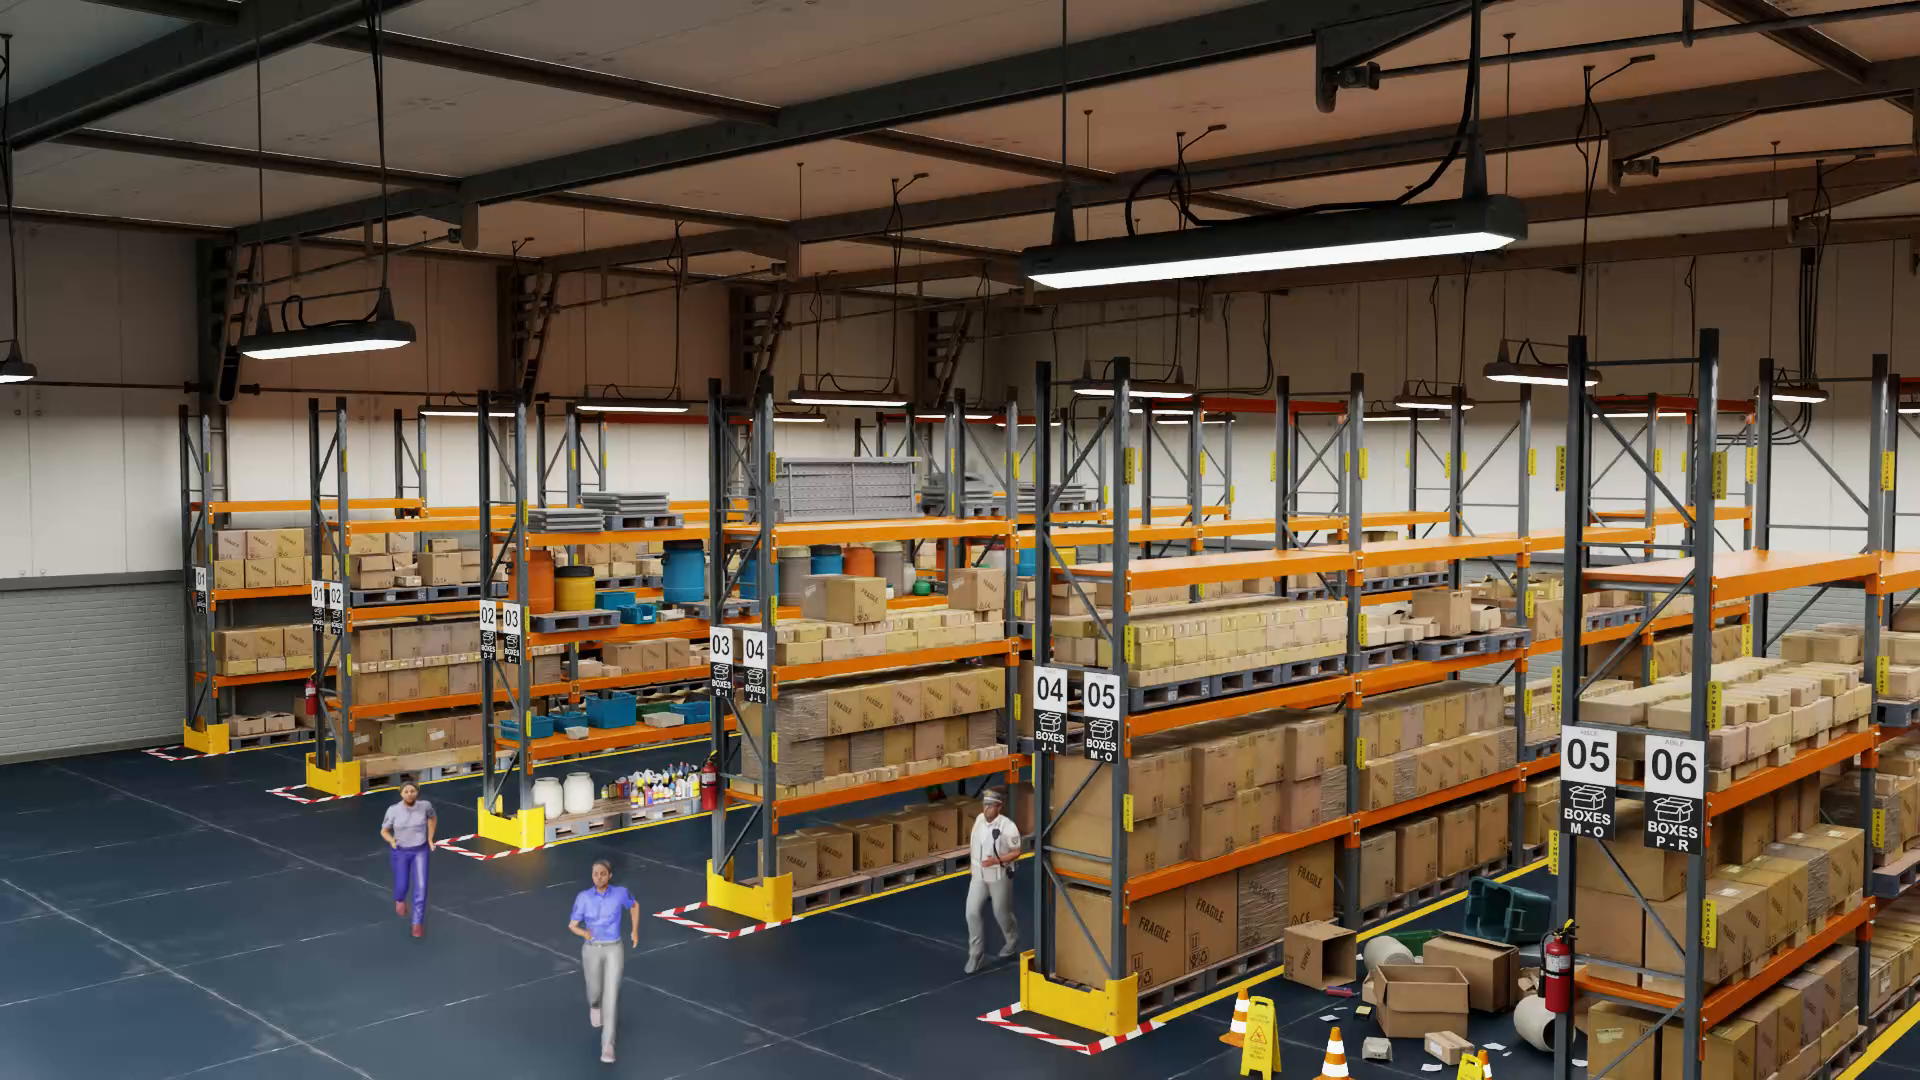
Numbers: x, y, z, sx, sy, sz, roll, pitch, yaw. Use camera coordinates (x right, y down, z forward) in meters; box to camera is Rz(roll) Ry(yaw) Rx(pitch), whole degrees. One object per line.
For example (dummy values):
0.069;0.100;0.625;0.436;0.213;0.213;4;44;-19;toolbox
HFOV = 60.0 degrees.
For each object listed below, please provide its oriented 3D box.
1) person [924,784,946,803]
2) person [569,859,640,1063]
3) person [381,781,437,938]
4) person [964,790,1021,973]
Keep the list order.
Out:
-0.404;3.055;23.315;0.635;1.825;0.749;3;4;41;person
-3.066;3.558;14.327;0.594;1.597;1.044;-1;3;-10;person
-5.961;3.400;18.021;0.592;1.638;0.886;-1;3;-23;person
0.344;3.418;16.744;0.639;1.847;0.814;2;3;31;person
